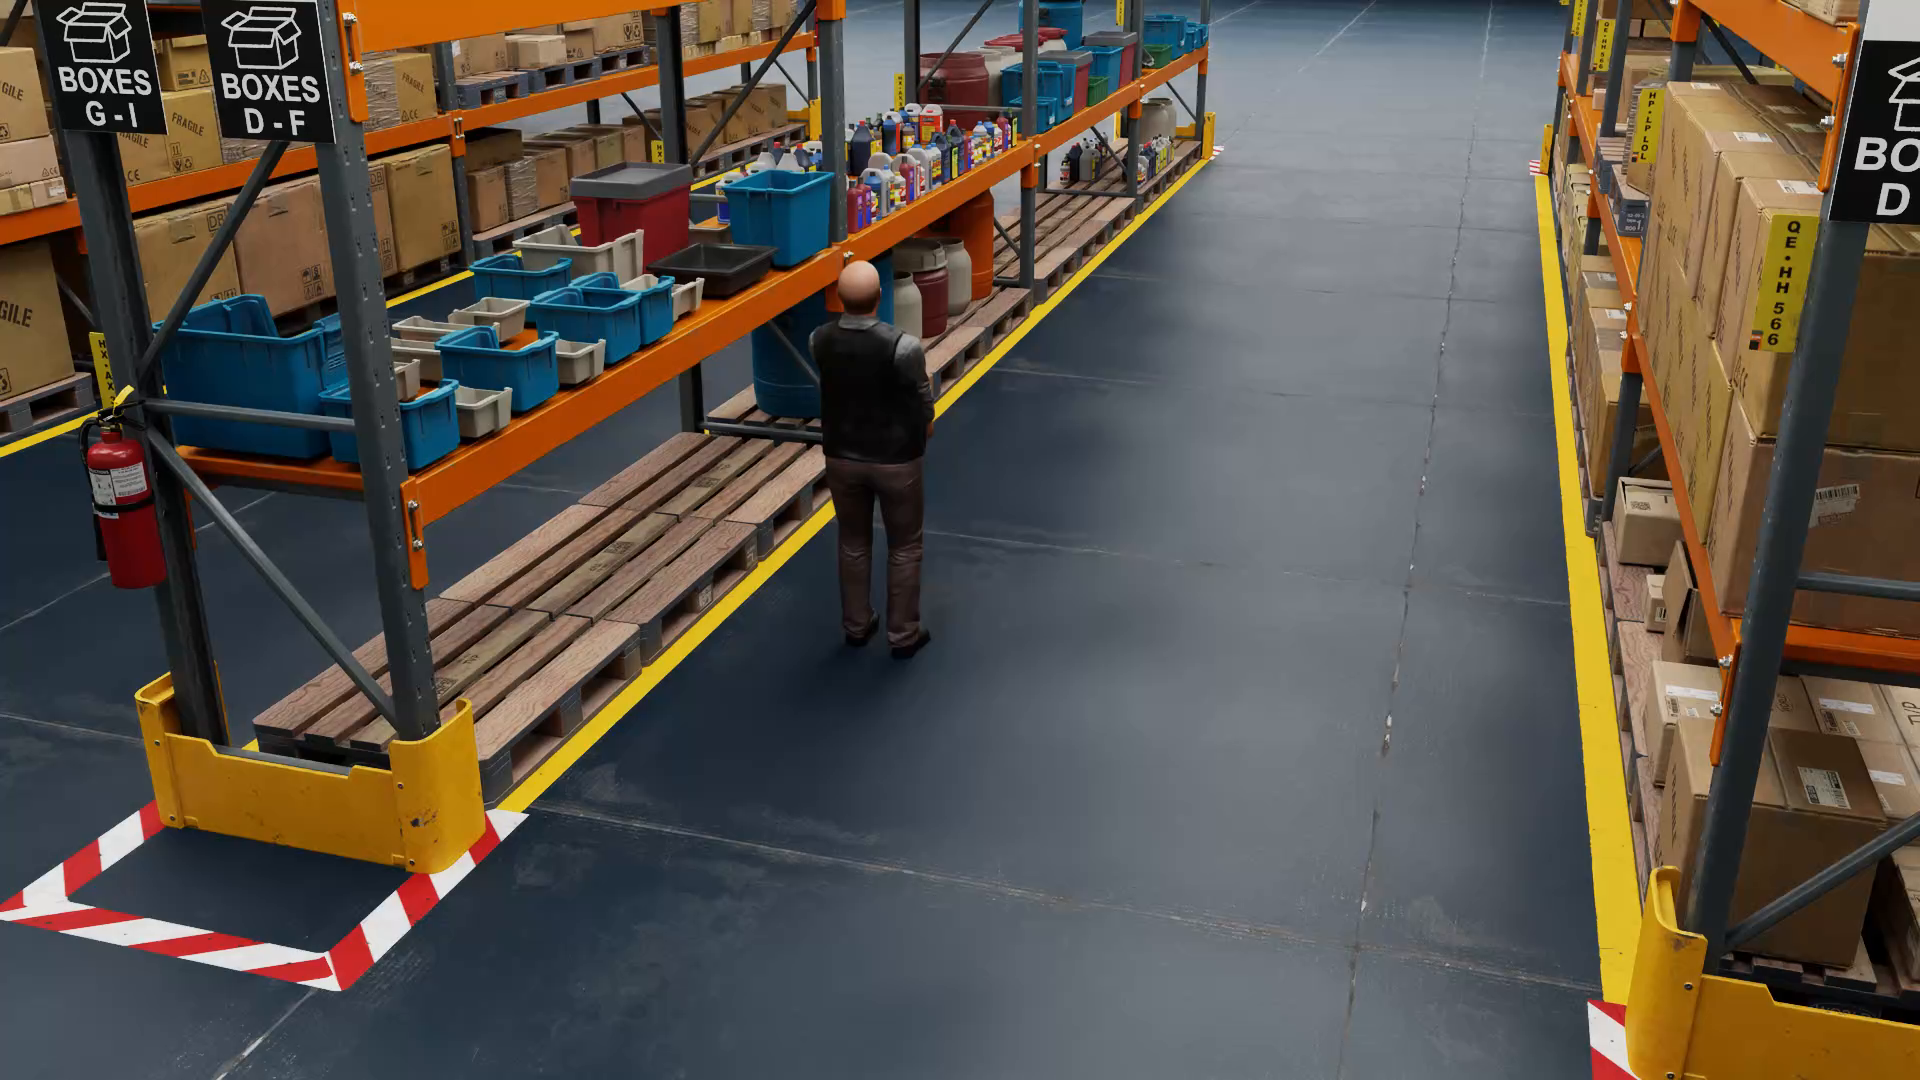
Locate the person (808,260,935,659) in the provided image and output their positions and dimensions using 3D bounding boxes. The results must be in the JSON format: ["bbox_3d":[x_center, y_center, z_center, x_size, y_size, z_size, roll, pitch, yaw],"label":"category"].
[{"bbox_3d":[-0.348,-0.362,7.038,0.494,1.711,0.551,6,23,16],"label":"person"}]
